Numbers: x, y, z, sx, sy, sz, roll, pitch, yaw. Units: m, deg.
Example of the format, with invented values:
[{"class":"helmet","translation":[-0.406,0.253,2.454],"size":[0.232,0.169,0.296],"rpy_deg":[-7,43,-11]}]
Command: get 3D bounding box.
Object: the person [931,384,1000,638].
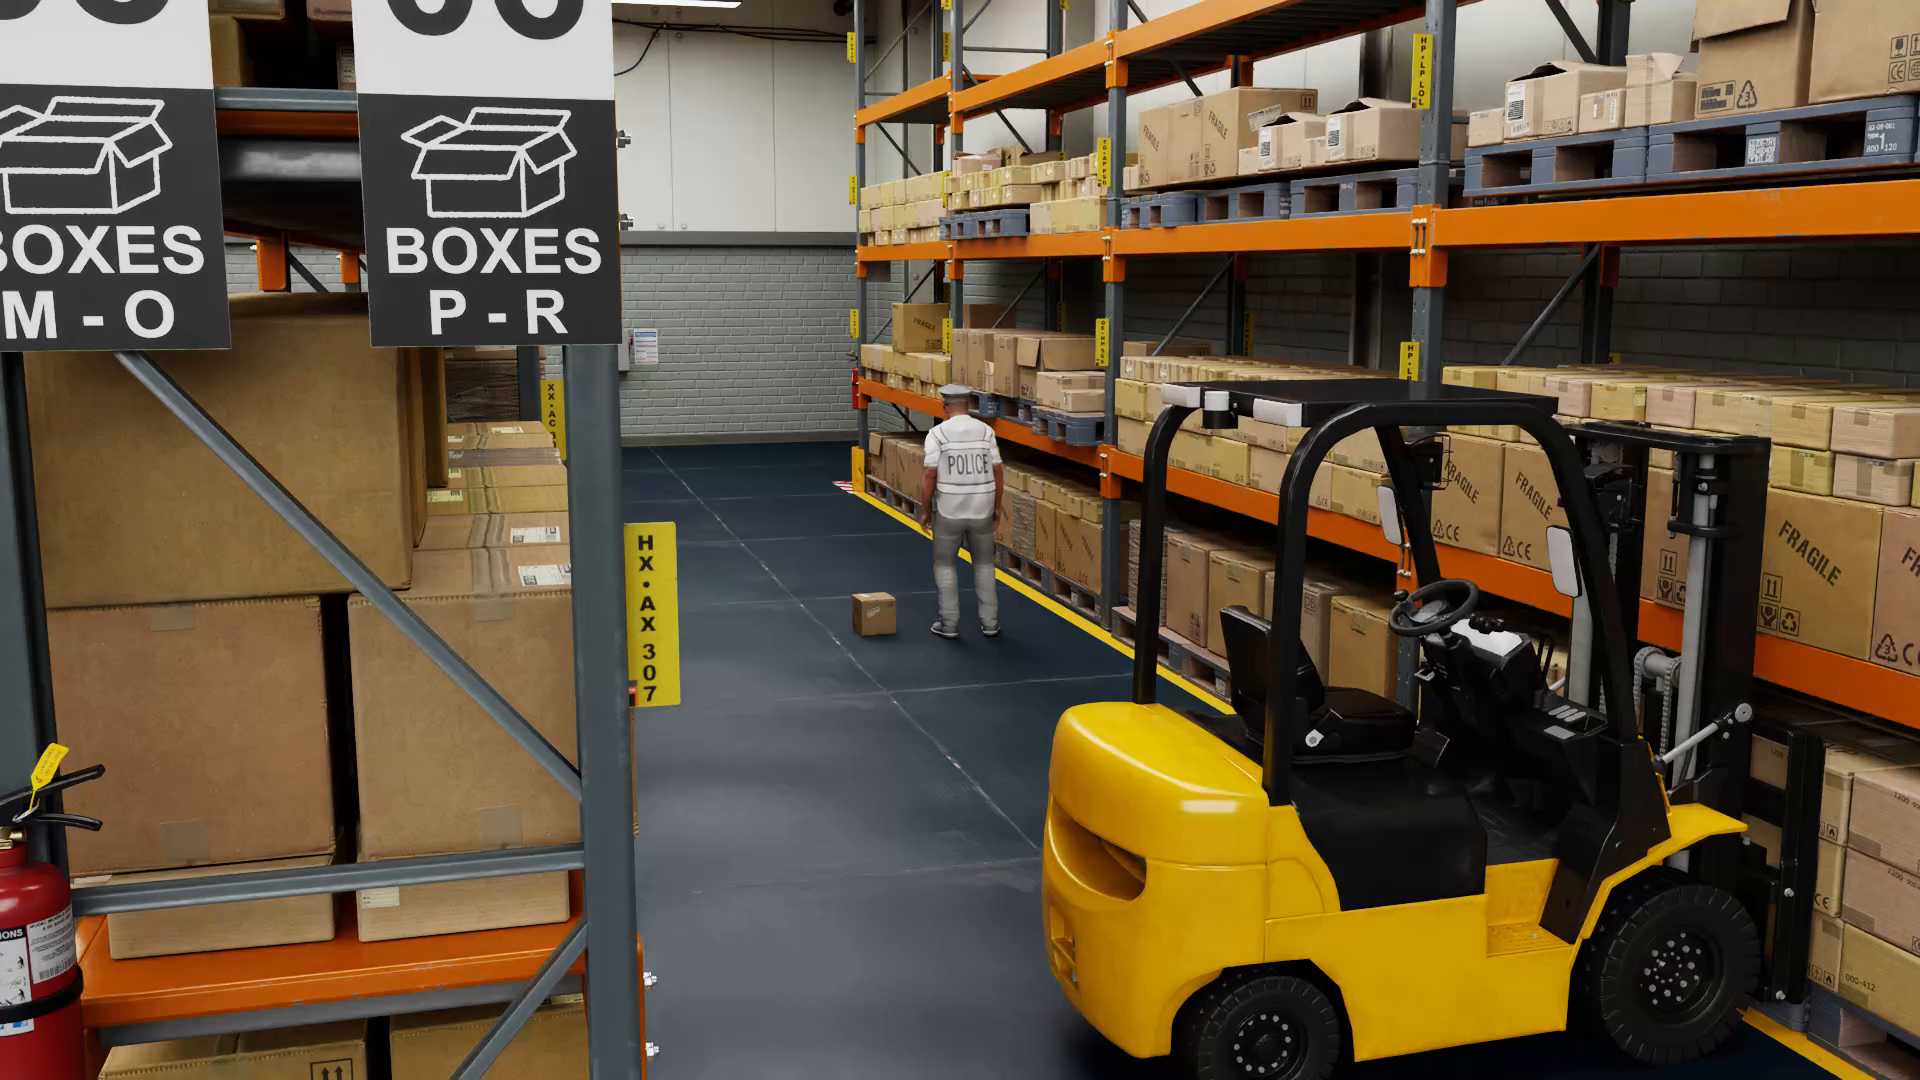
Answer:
[{"class":"person","translation":[0.060,-0.206,11.619],"size":[0.500,1.750,0.329],"rpy_deg":[-3,10,-15]}]
